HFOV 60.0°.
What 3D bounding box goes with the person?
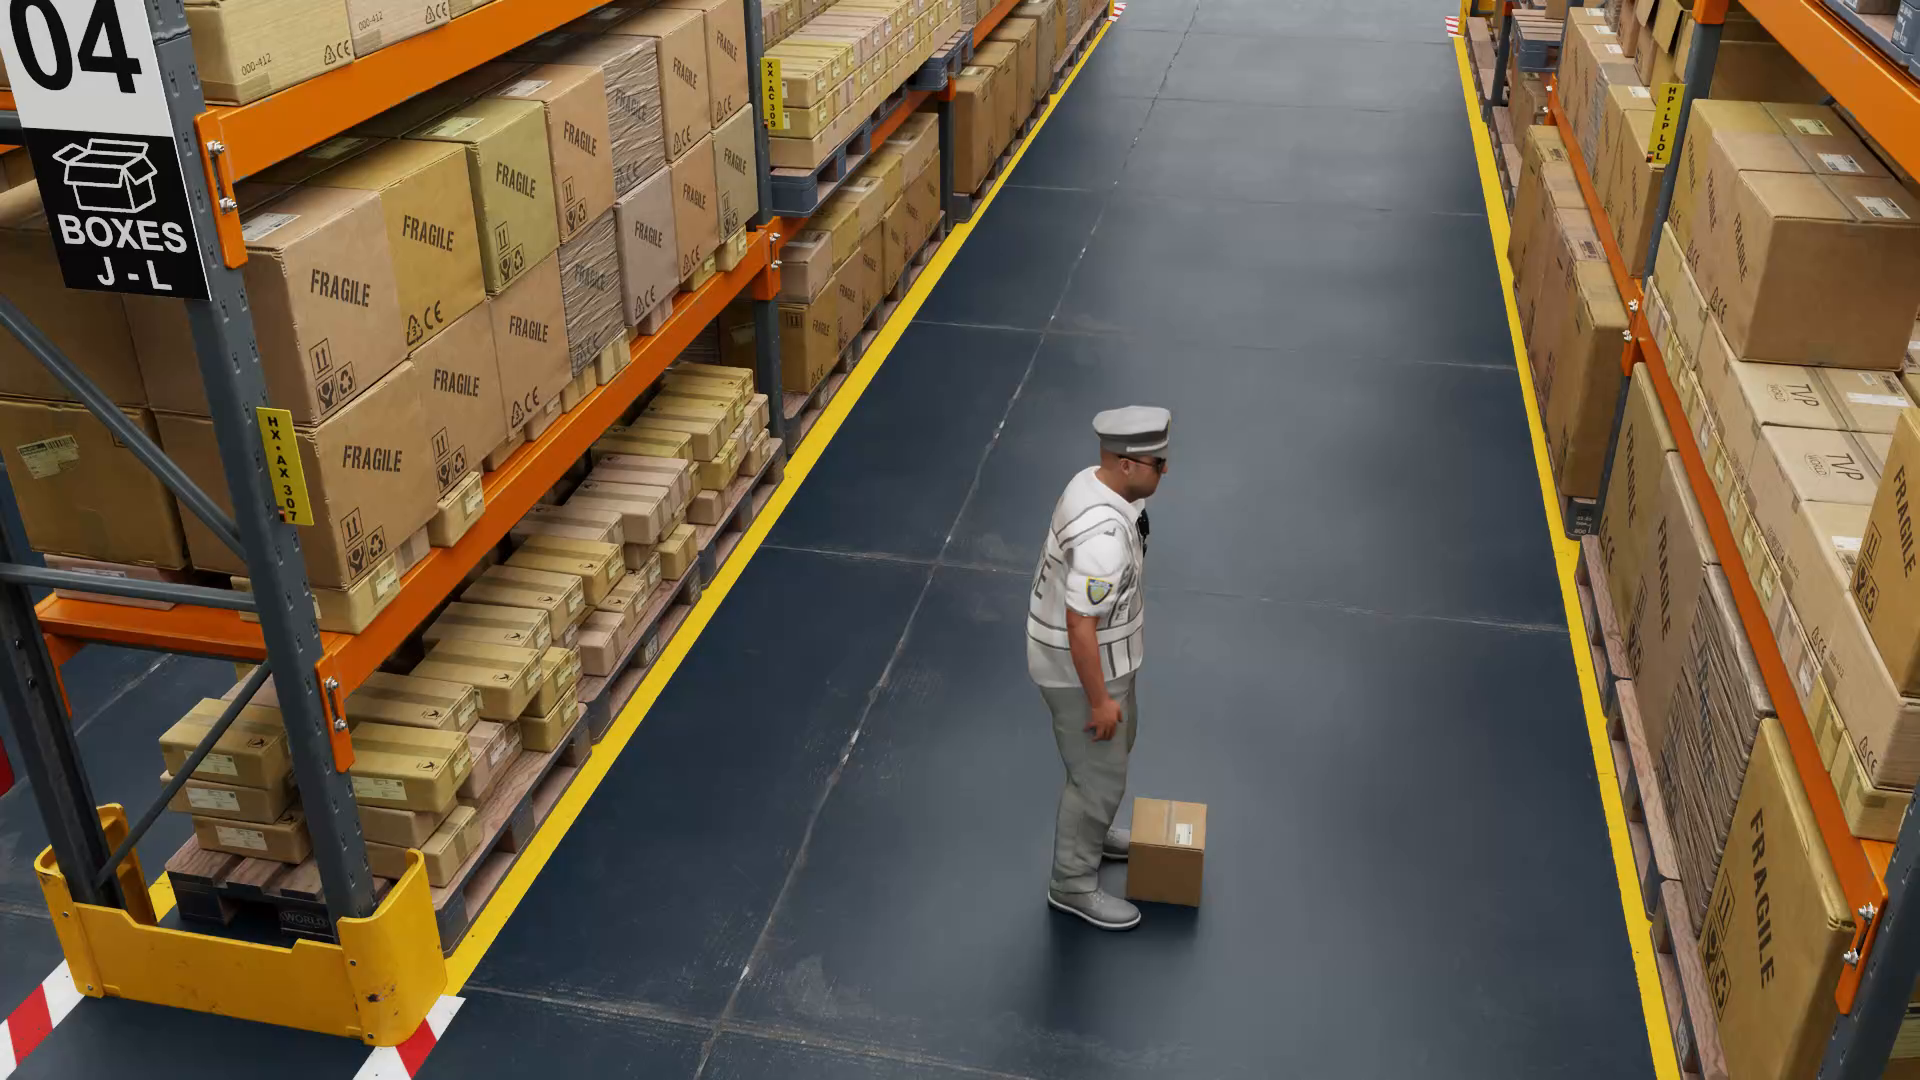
[{"bbox_3d":[0.436,0.390,5.402,0.437,1.747,0.598,4,29,8],"label":"person"}]
